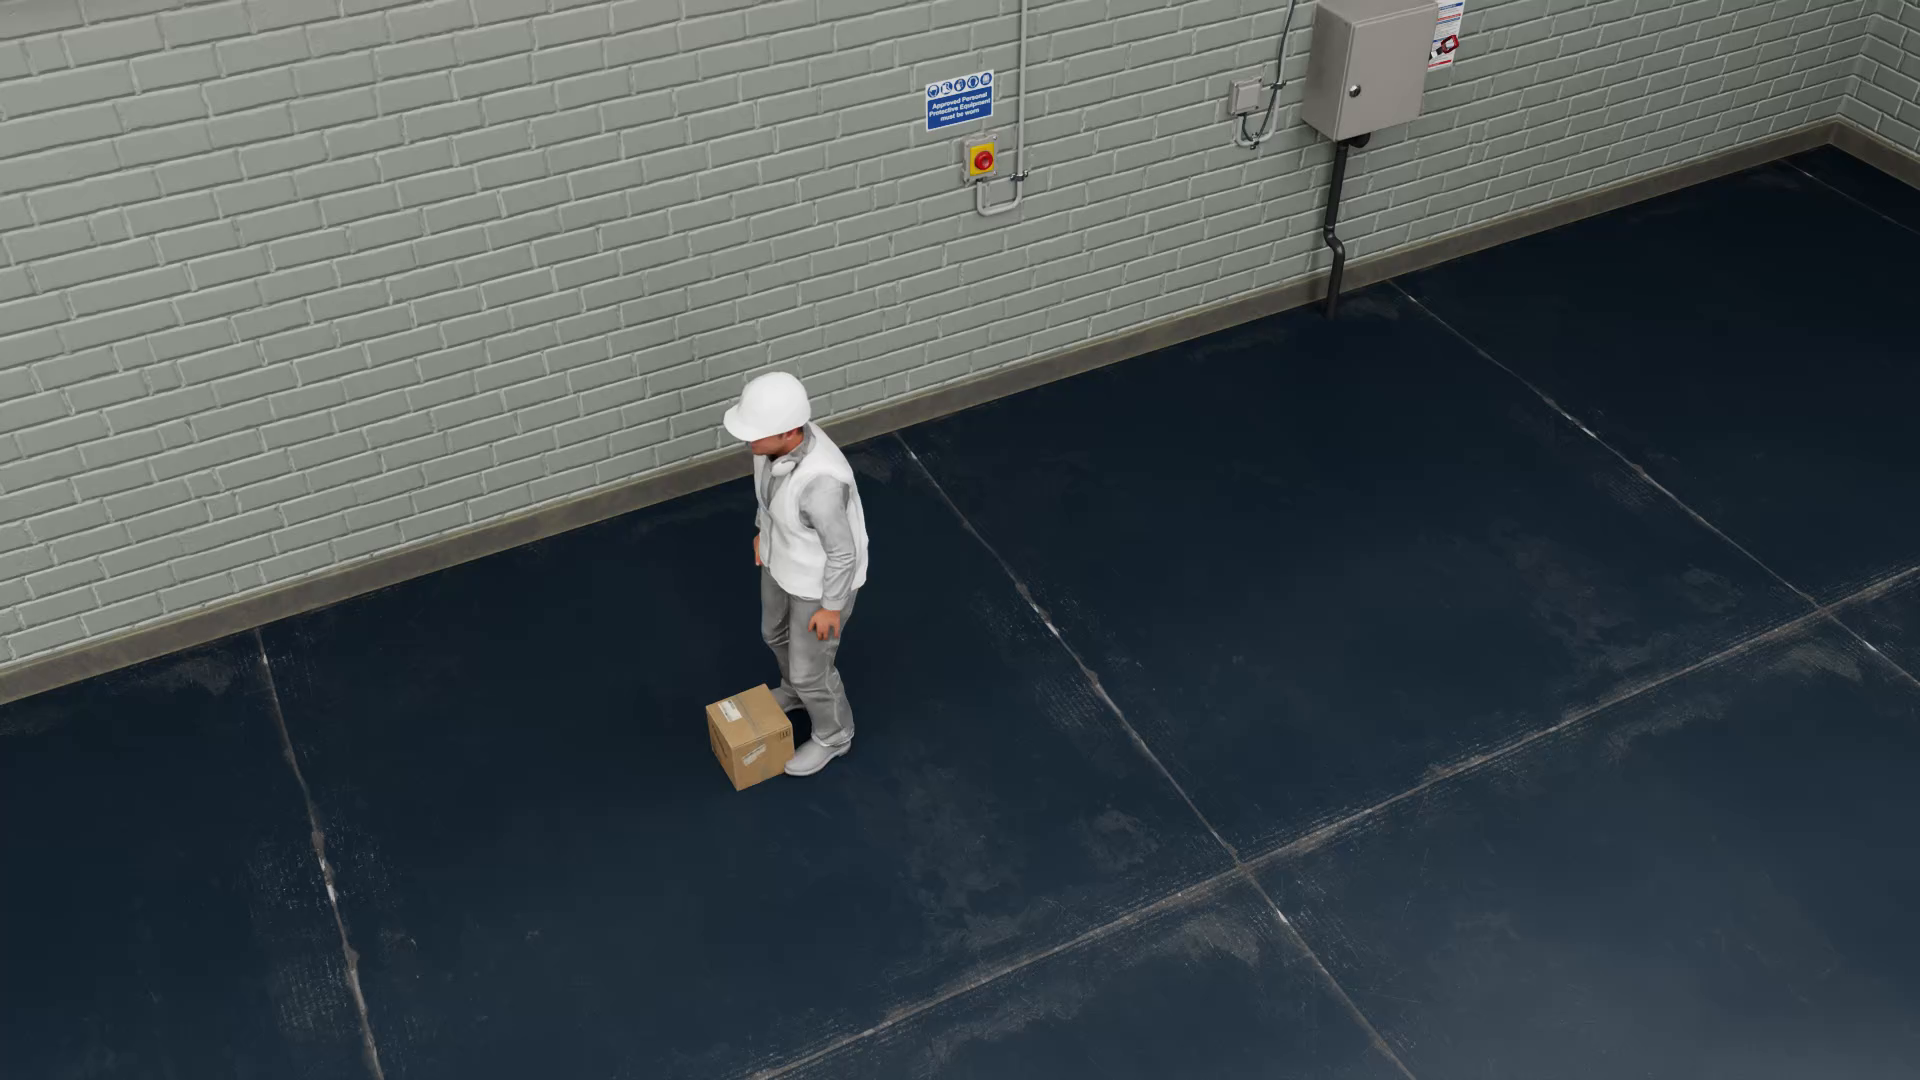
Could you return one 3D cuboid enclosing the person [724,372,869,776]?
[{"bbox_3d":[-0.575,0.105,6.019,0.464,1.770,0.583,-21,45,-23],"label":"person"}]
